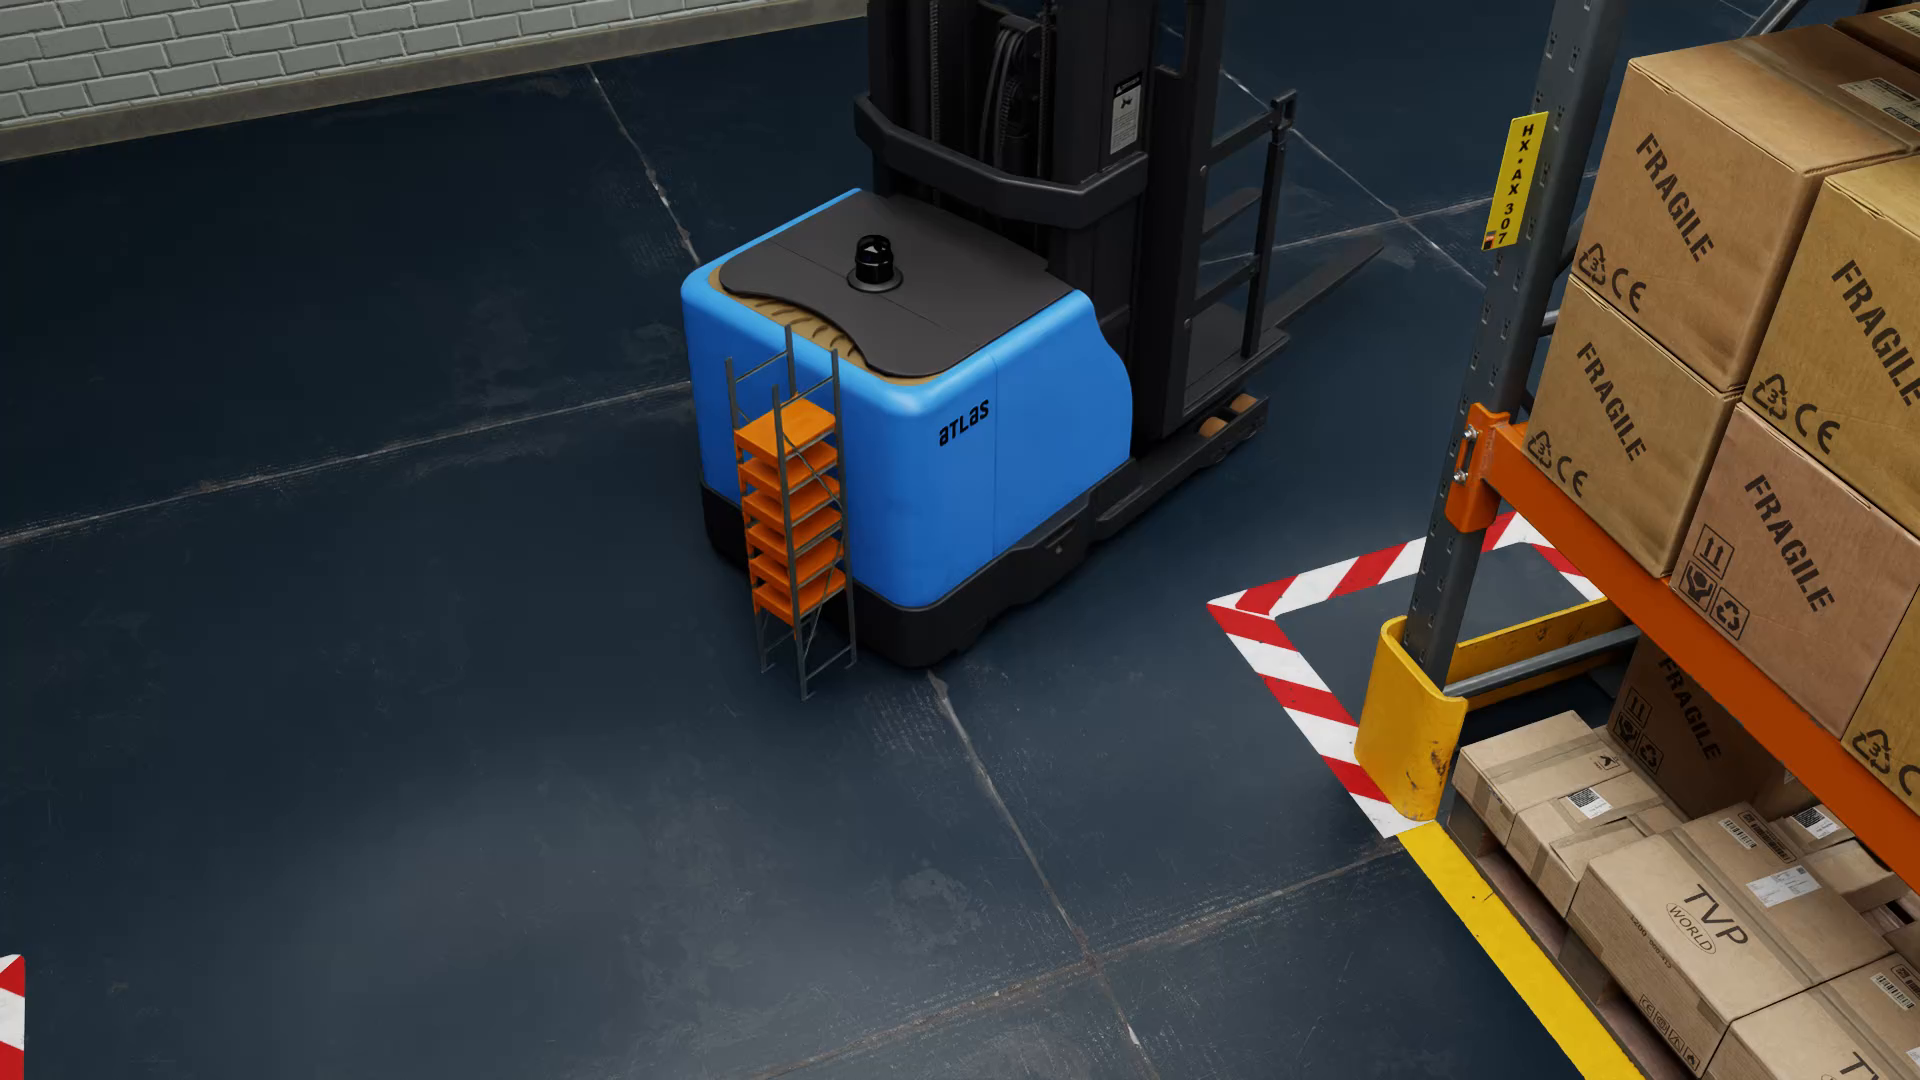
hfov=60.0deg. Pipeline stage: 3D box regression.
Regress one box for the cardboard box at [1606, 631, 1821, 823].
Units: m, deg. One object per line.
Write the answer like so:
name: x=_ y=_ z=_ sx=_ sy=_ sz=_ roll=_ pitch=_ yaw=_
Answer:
cardboard box: x=2.177 y=0.442 z=4.515 sx=0.500 sy=0.500 sz=0.500 roll=-15 pitch=43 yaw=-17

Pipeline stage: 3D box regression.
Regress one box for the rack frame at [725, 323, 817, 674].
rack frame: x=-0.548 y=-0.089 z=4.931 sx=0.006 sy=1.200 sz=0.240 roll=31 pitch=50 yaw=31

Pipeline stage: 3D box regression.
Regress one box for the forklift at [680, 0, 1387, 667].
forklift: x=0.495 y=-1.593 z=5.354 sx=1.130 sy=2.935 sz=3.031 roll=31 pitch=49 yaw=31

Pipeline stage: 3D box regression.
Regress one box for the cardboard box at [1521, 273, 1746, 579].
cardboard box: x=1.668 y=-0.310 z=3.733 sx=0.500 sy=0.500 sz=0.500 roll=-14 pitch=43 yaw=-16

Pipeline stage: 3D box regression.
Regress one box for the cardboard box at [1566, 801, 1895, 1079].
cardboard box: x=1.879 y=0.970 z=4.093 sx=0.500 sy=0.250 sz=0.500 roll=-15 pitch=43 yaw=-17

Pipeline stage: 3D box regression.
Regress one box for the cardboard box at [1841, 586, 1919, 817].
cardboard box: x=2.059 y=0.303 z=3.021 sx=0.500 sy=0.500 sz=0.500 roll=-15 pitch=43 yaw=-17

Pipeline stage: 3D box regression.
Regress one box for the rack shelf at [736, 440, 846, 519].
rack shelf: x=-0.481 y=-0.196 z=4.757 sx=0.180 sy=0.103 sz=0.258 roll=31 pitch=50 yaw=31

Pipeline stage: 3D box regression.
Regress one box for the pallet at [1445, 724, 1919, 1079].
pallet: x=2.077 y=0.978 z=4.451 sx=1.003 sy=0.211 sz=1.213 roll=-15 pitch=43 yaw=-17

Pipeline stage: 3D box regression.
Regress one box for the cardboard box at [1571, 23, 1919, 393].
cardboard box: x=1.668 y=-0.689 z=3.407 sx=0.500 sy=0.500 sz=0.500 roll=-14 pitch=43 yaw=-16

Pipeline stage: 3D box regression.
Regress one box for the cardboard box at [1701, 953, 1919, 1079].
cardboard box: x=2.070 y=1.271 z=3.742 sx=0.500 sy=0.250 sz=0.500 roll=-15 pitch=43 yaw=-17

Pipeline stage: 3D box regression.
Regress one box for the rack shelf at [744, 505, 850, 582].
rack shelf: x=-0.480 y=-0.015 z=4.914 sx=0.180 sy=0.103 sz=0.258 roll=31 pitch=50 yaw=31

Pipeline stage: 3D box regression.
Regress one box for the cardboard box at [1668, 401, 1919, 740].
cardboard box: x=1.870 y=0.000 z=3.373 sx=0.500 sy=0.500 sz=0.500 roll=-16 pitch=43 yaw=-17

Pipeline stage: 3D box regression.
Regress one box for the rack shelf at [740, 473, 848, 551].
rack shelf: x=-0.480 y=-0.106 z=4.835 sx=0.180 sy=0.103 sz=0.258 roll=31 pitch=50 yaw=31

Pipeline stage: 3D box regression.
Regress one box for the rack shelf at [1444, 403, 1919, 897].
rack shelf: x=2.507 y=0.873 z=2.987 sx=1.077 sy=0.370 sz=4.000 roll=-15 pitch=43 yaw=-17

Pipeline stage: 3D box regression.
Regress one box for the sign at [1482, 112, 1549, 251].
sign: x=1.240 y=-0.798 z=3.713 sx=0.100 sy=0.325 sz=0.005 roll=-15 pitch=43 yaw=-17

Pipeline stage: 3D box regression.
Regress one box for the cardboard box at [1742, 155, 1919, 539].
cardboard box: x=1.875 y=-0.376 z=3.043 sx=0.500 sy=0.500 sz=0.500 roll=-15 pitch=43 yaw=-16

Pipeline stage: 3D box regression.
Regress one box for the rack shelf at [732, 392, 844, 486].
rack shelf: x=-0.481 y=-0.287 z=4.678 sx=0.180 sy=0.103 sz=0.258 roll=31 pitch=50 yaw=31

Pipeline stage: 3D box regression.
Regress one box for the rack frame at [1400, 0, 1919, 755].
rack frame: x=1.742 y=-0.605 z=4.153 sx=1.000 sy=3.000 sz=0.127 roll=-15 pitch=43 yaw=-17

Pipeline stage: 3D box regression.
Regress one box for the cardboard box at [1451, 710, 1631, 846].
cardboard box: x=1.584 y=0.647 z=4.546 sx=0.380 sy=0.149 sz=0.250 roll=-15 pitch=43 yaw=-17

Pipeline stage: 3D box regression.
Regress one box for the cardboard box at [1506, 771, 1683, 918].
cardboard box: x=1.680 y=0.791 z=4.365 sx=0.380 sy=0.166 sz=0.250 roll=-15 pitch=43 yaw=-17

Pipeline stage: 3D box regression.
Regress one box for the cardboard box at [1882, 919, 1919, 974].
cardboard box: x=2.513 y=1.117 z=3.922 sx=0.500 sy=0.250 sz=0.500 roll=-15 pitch=43 yaw=-17

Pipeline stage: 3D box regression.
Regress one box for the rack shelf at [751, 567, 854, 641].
rack shelf: x=-0.479 y=0.166 z=5.071 sx=0.180 sy=0.103 sz=0.258 roll=31 pitch=50 yaw=31

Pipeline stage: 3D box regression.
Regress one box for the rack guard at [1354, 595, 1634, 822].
rack guard: x=1.771 y=0.388 z=4.915 sx=1.175 sy=0.500 sz=0.348 roll=-15 pitch=43 yaw=-17

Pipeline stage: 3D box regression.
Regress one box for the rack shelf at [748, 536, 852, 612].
rack shelf: x=-0.479 y=0.076 z=4.993 sx=0.180 sy=0.103 sz=0.258 roll=31 pitch=50 yaw=31

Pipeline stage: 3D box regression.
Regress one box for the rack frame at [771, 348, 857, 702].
rack frame: x=-0.412 y=-0.009 z=4.838 sx=0.006 sy=1.200 sz=0.240 roll=31 pitch=50 yaw=31

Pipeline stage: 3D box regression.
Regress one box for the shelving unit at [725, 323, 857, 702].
shelving unit: x=-0.480 y=-0.049 z=4.885 sx=0.189 sy=1.200 sz=0.258 roll=31 pitch=50 yaw=31

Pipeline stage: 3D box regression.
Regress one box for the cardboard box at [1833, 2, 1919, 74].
cardboard box: x=2.166 y=-0.823 z=3.562 sx=0.500 sy=0.500 sz=0.500 roll=-15 pitch=43 yaw=-17

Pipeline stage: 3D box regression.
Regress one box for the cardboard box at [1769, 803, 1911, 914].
cardboard box: x=2.249 y=0.835 z=4.314 sx=0.380 sy=0.166 sz=0.250 roll=-15 pitch=43 yaw=-17
